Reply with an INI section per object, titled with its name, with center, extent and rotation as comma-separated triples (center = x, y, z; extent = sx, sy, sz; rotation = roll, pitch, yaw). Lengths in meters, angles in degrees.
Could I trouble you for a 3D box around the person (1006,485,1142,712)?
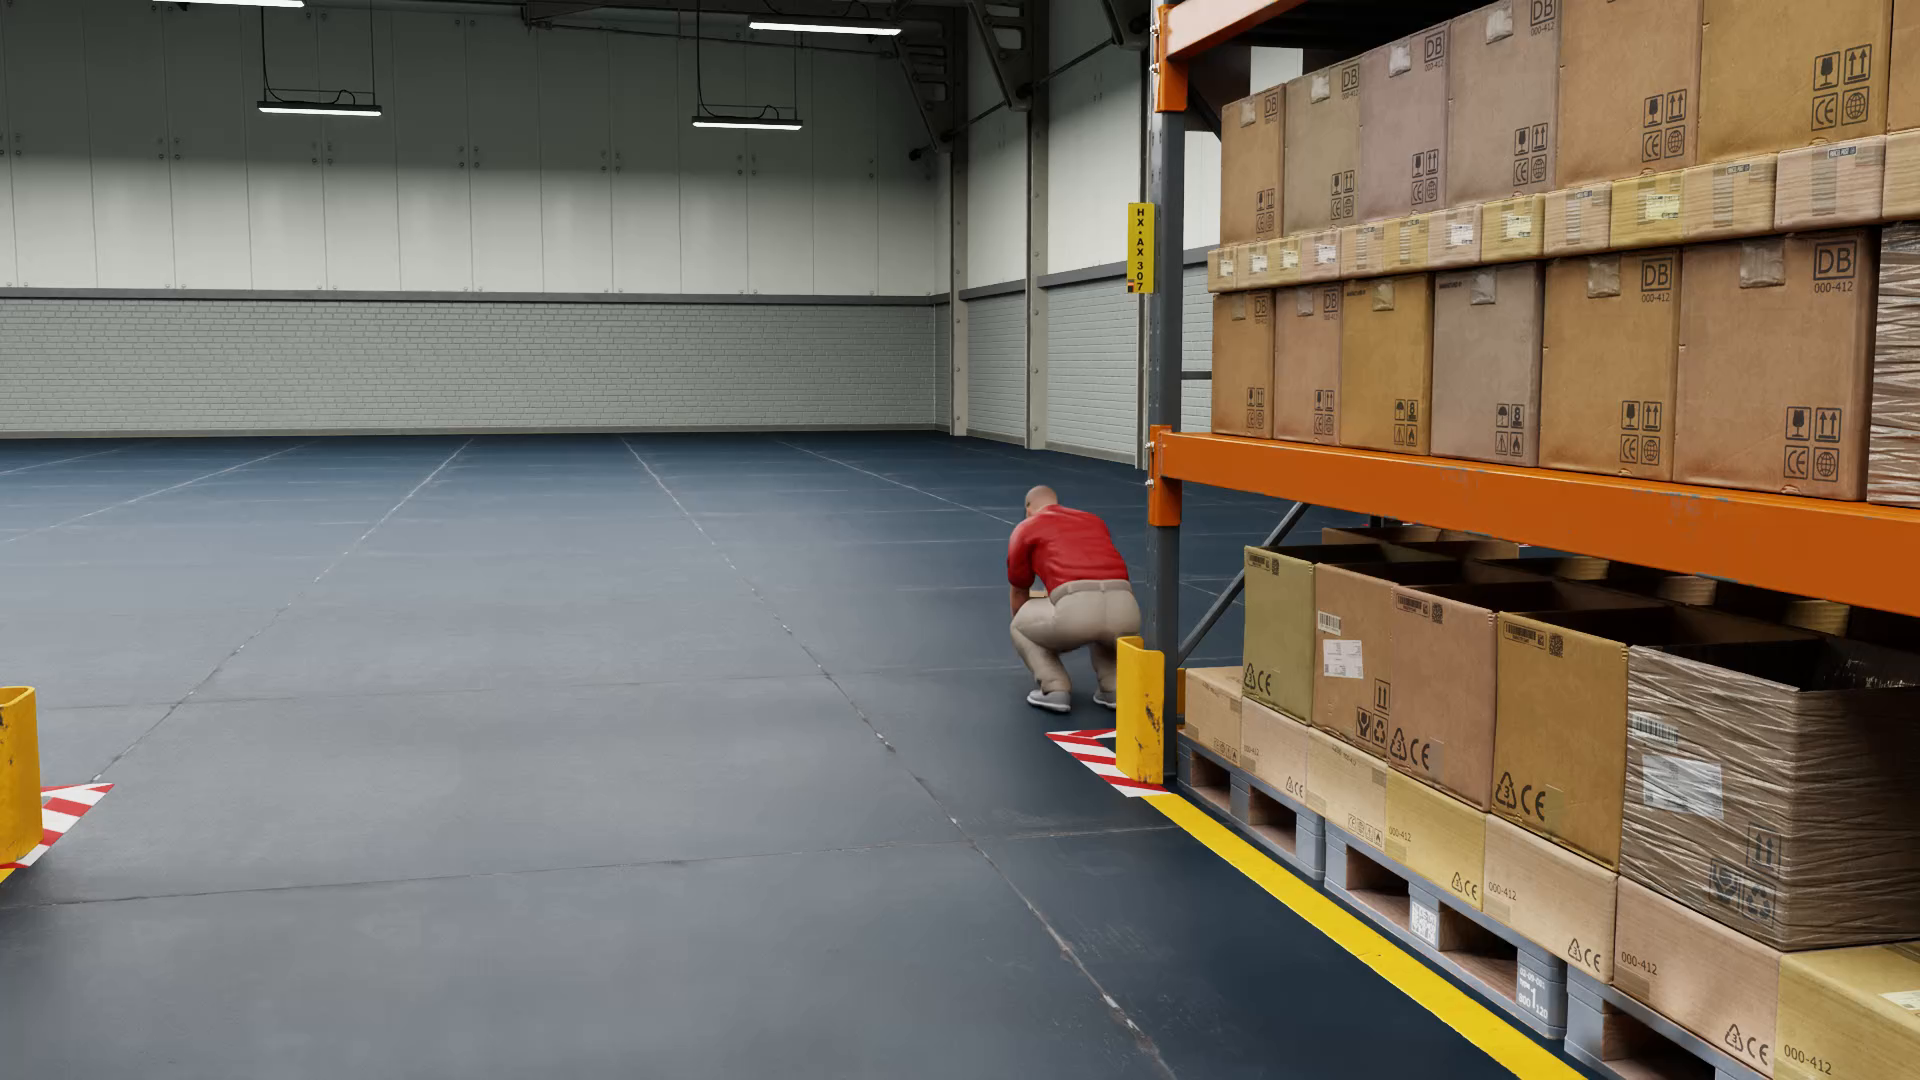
[person]
center = 0.504, 0.265, 7.664
extent = 0.540, 0.977, 0.885
rotation = -2, 6, -15
